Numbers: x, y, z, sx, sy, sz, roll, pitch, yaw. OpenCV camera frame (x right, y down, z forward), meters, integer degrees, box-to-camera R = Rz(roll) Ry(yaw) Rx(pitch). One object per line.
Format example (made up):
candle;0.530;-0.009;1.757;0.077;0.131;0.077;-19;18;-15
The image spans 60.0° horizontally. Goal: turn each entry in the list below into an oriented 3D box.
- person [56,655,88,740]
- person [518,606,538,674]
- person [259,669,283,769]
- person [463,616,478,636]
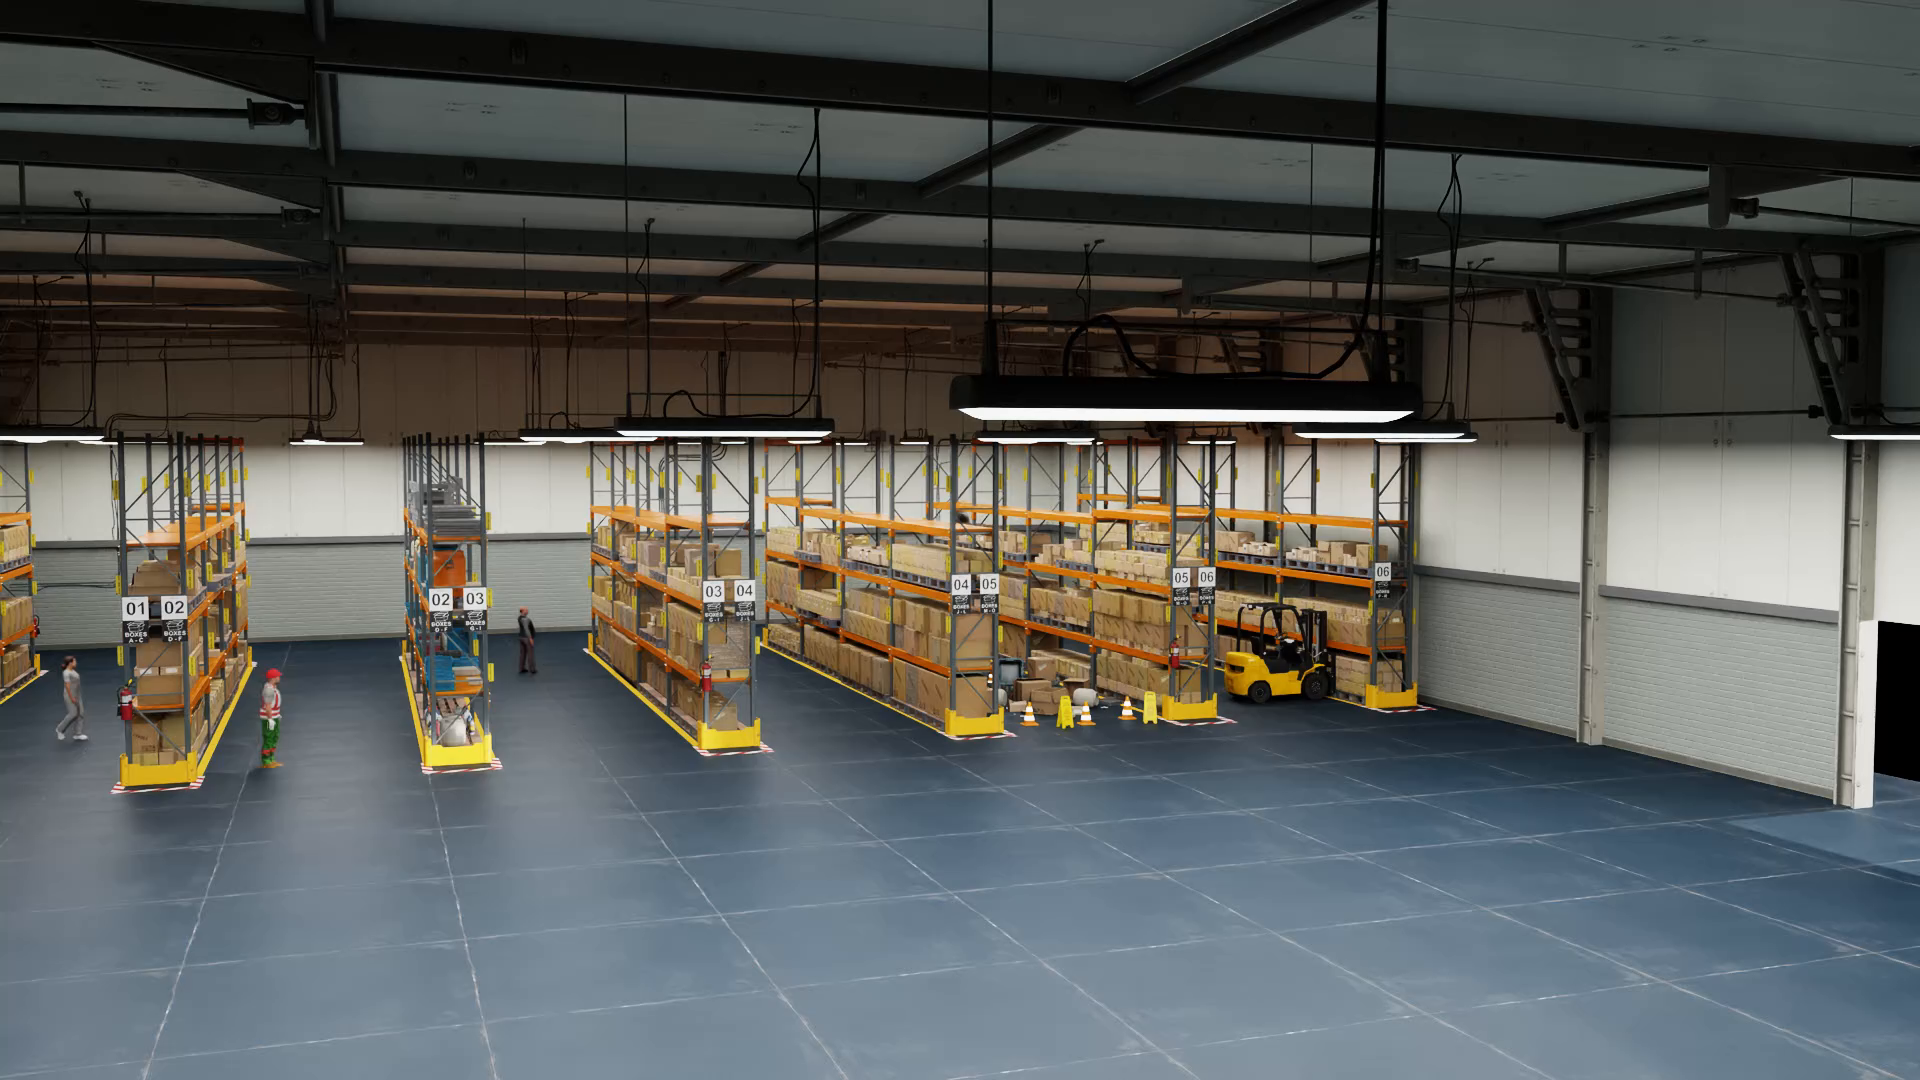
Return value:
person;-17.448;3.089;32.664;0.587;1.662;0.488;0;3;4
person;-10.955;2.522;42.150;0.478;1.707;0.585;-3;4;-42
person;-12.293;3.182;29.708;0.404;1.786;0.587;0;3;-7
person;-13.815;2.278;46.785;0.676;1.707;0.528;-2;4;-37
